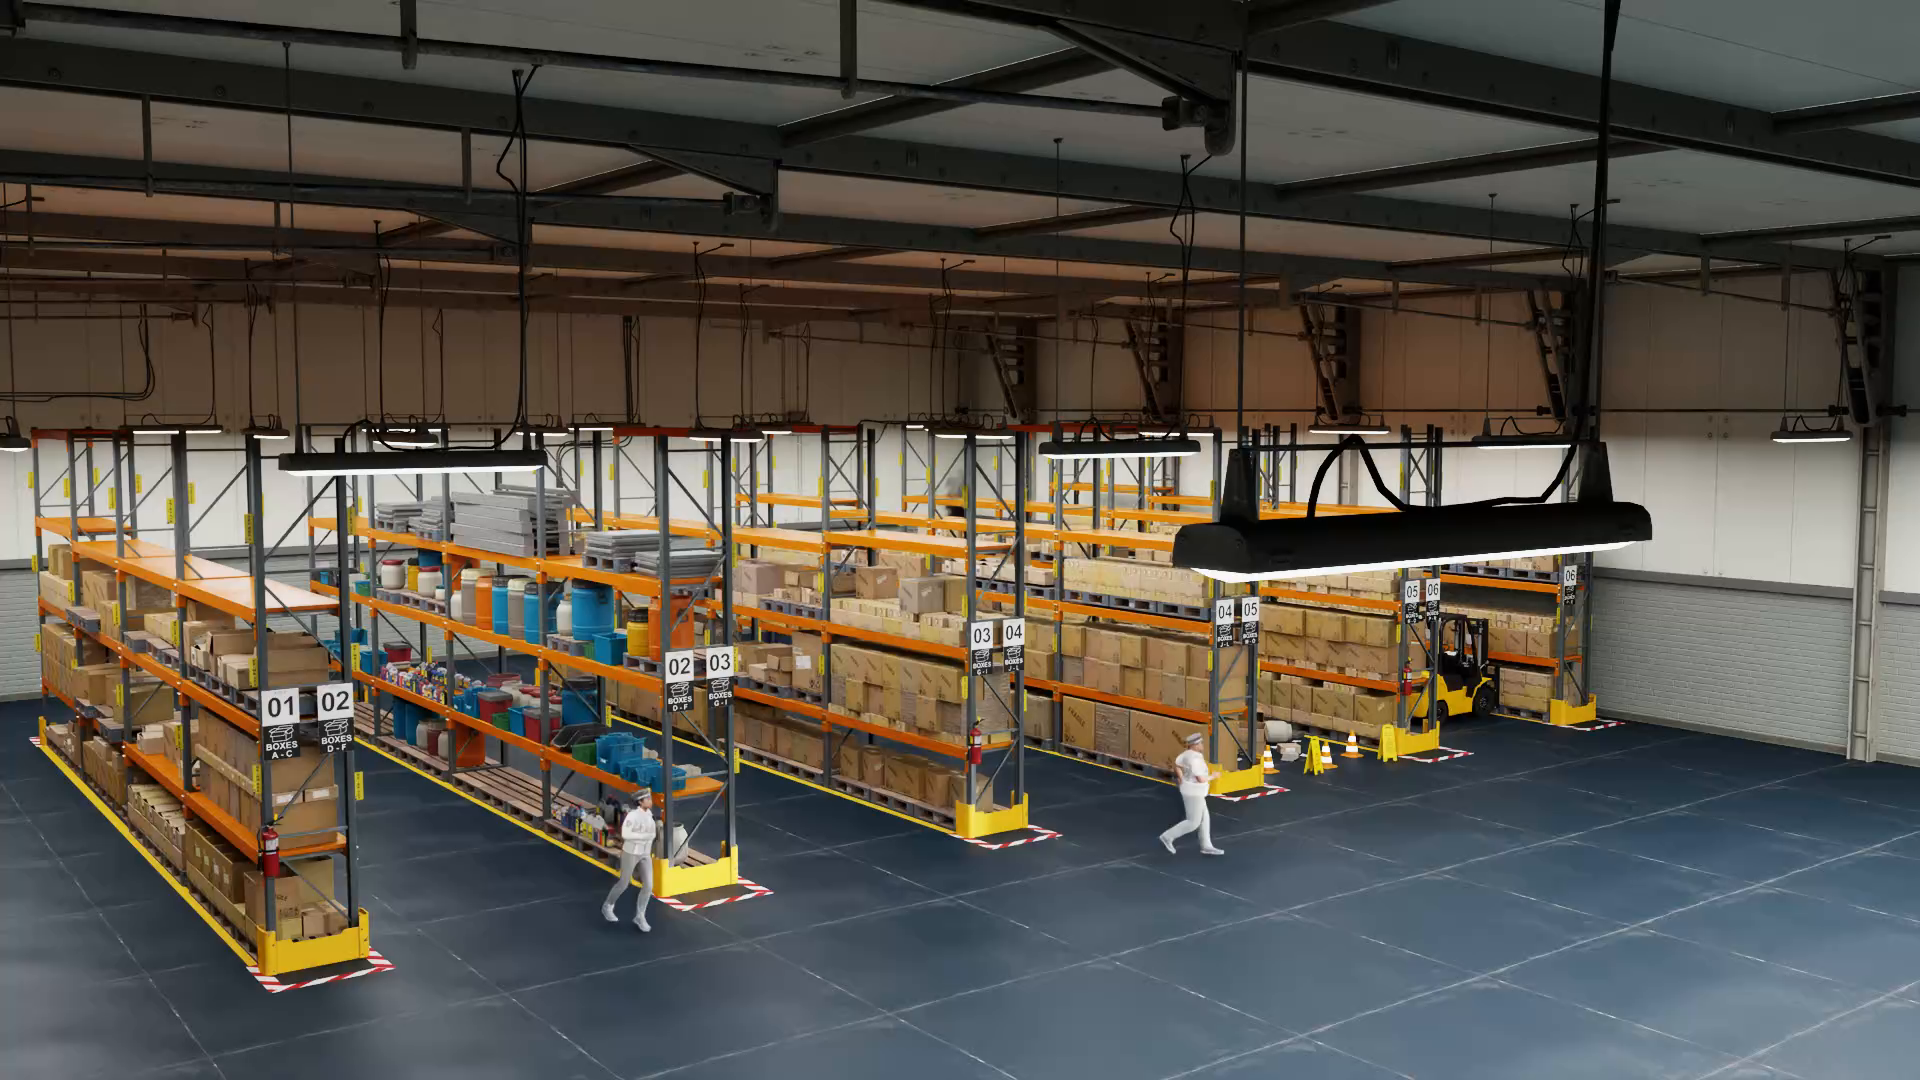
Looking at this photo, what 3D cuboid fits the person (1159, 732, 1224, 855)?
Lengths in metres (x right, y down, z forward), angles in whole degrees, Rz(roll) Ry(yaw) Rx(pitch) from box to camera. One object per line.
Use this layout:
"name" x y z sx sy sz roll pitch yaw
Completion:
"person" 3.272 3.585 23.480 0.944 1.761 0.664 0 4 -3

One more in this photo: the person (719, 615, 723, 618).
"person" -5.593 2.526 38.392 0.687 1.608 0.540 -3 5 -33

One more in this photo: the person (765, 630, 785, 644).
"person" -4.759 2.199 42.362 0.847 1.616 0.620 -3 6 -37

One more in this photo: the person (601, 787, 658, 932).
"person" -3.972 3.891 20.492 0.770 1.704 0.625 3 5 34
